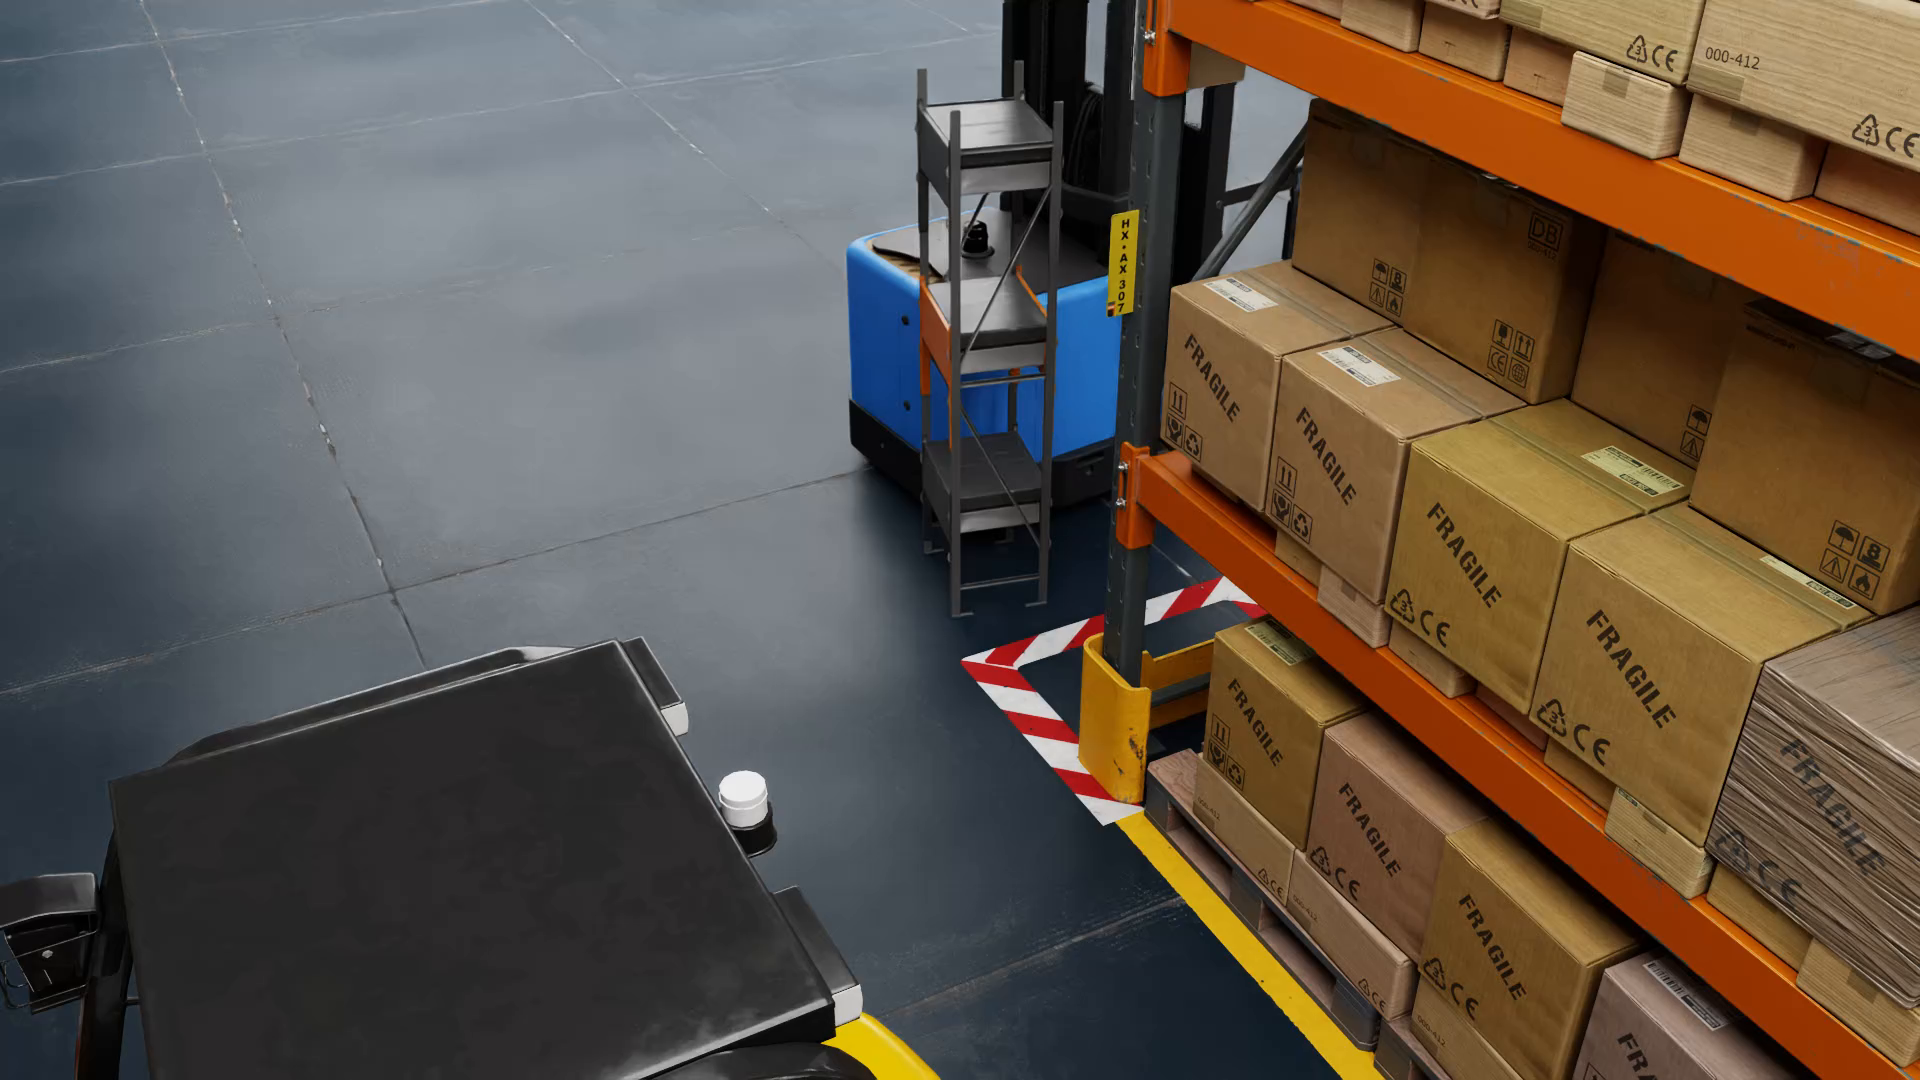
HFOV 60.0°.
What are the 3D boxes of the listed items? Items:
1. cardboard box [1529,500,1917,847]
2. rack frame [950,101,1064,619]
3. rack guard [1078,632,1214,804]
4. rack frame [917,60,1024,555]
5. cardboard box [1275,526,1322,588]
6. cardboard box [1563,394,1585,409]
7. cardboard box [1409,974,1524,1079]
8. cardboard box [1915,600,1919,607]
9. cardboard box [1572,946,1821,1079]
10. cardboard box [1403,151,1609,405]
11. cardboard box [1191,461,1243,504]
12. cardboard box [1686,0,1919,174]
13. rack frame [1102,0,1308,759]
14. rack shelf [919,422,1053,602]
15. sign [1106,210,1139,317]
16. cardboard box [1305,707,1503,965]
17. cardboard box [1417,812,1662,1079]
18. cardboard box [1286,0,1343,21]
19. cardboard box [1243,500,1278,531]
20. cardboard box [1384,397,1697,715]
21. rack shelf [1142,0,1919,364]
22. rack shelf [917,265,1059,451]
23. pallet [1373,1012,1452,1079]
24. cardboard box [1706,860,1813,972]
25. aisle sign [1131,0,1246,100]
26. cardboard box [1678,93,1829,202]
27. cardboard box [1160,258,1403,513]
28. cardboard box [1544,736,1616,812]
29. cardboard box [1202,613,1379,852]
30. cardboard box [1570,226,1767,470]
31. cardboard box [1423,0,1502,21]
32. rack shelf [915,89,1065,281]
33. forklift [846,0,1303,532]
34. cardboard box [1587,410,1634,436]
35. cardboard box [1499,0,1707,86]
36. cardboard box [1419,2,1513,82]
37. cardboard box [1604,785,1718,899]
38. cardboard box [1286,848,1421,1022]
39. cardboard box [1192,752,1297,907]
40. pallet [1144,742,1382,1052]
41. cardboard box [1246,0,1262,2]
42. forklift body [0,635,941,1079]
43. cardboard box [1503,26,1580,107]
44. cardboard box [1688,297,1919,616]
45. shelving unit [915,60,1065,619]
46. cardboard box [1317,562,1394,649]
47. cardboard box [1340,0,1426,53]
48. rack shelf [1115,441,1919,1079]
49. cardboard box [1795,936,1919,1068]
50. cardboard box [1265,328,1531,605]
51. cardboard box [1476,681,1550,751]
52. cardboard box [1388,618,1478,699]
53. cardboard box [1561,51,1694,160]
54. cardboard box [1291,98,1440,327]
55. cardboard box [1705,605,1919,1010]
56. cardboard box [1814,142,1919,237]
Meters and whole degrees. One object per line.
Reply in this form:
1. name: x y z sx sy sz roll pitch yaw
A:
1. cardboard box: 1.669 0.265 3.687 0.500 0.500 0.500 -17 36 -24
2. rack frame: 0.161 -0.593 6.230 0.400 2.100 0.015 -8 34 -12
3. rack guard: 1.002 0.496 6.012 1.175 0.500 0.348 -16 36 -23
4. rack frame: 0.039 -0.849 6.627 0.400 2.100 0.015 -8 34 -12
5. cardboard box: 1.124 -0.009 4.716 0.380 0.149 0.250 -17 36 -25
6. cardboard box: 1.693 -0.330 4.617 0.500 0.500 0.500 -16 36 -23
7. cardboard box: 1.595 1.345 4.529 0.500 0.250 0.500 -13 35 -20
8. cardboard box: 2.143 0.156 3.858 0.500 0.500 0.500 -15 36 -23
9. cardboard box: 1.841 1.281 3.935 0.500 0.500 0.500 -14 35 -21
10. cardboard box: 1.627 -0.749 4.343 0.700 0.500 0.500 -16 36 -23
11. cardboard box: 0.942 -0.273 5.128 0.380 0.149 0.250 -16 36 -23
12. cardboard box: 1.676 -0.879 2.923 0.500 0.250 0.500 -15 36 -22
13. rack frame: 0.967 -0.593 5.395 1.000 3.000 0.127 -16 36 -23
14. rack shelf: 0.100 -0.120 6.814 0.431 0.518 0.480 -8 34 -12
15. sign: 0.487 -0.821 4.948 0.100 0.325 0.005 -16 36 -23
16. cardboard box: 1.357 0.786 4.706 0.500 0.500 0.500 -17 36 -25
17. cardboard box: 1.584 1.028 4.329 0.500 0.500 0.500 -15 36 -22
18. cardboard box: 1.036 -1.407 4.118 0.380 0.149 0.250 -17 36 -25
19. cardboard box: 1.072 -0.156 4.946 0.380 0.149 0.250 -15 36 -22
20. cardboard box: 1.425 0.025 4.062 0.500 0.500 0.500 -17 36 -24
21. rack shelf: 1.899 -0.599 3.290 1.077 0.370 4.000 -16 36 -23
22. rack shelf: 0.100 -0.709 6.436 0.431 0.518 0.480 -8 34 -12
23. pallet: 1.914 1.596 4.564 1.003 0.211 1.213 -16 36 -23
24. cardboard box: 1.843 0.731 3.561 0.380 0.149 0.250 -17 36 -24
25. aisle sign: 0.663 -1.639 4.618 0.394 0.787 0.004 -16 36 -23
26. cardboard box: 1.599 -0.779 3.137 0.380 0.149 0.250 -17 36 -24
27. cardboard box: 0.942 -0.464 4.826 0.500 0.500 0.500 -16 36 -24
28. cardboard box: 1.625 0.483 3.948 0.380 0.149 0.250 -17 36 -24
29. cardboard box: 1.110 0.538 5.094 0.500 0.500 0.500 -17 36 -25
30. cardboard box: 1.956 -0.531 4.004 0.700 0.500 0.500 -16 36 -24
31. cardboard box: 1.192 -1.368 3.688 0.500 0.250 0.500 -16 36 -24
32. rack shelf: 0.100 -1.299 6.058 0.431 0.518 0.480 -8 34 -12
33. forklift: 0.995 -1.872 7.456 3.031 2.935 1.130 -20 38 -28
34. cardboard box: 1.923 -0.091 4.243 0.500 0.500 0.500 -16 36 -23
35. cardboard box: 1.454 -1.128 3.312 0.500 0.250 0.500 -15 35 -22
36. cardboard box: 1.266 -1.160 3.733 0.380 0.149 0.250 -16 36 -23
37. cardboard box: 1.691 0.618 3.738 0.380 0.149 0.250 -16 36 -23
38. cardboard box: 1.329 1.088 4.931 0.500 0.250 0.500 -15 35 -21
39. cardboard box: 1.098 0.843 5.314 0.500 0.250 0.500 -16 36 -23
40. pallet: 1.350 1.014 5.471 1.003 0.211 1.213 -16 36 -23
41. cardboard box: 0.834 -1.510 4.279 0.380 0.149 0.250 -16 36 -23
42. forklift body: -0.925 1.461 2.976 2.313 2.155 1.214 -16 36 -23
43. cardboard box: 1.393 -1.035 3.537 0.380 0.149 0.250 -17 36 -25
44. cardboard box: 2.066 -0.258 3.577 0.700 0.500 0.500 -16 36 -23
45. shelving unit: 0.100 -0.721 6.429 0.431 2.100 0.503 -8 34 -12
46. cardboard box: 1.202 0.124 4.509 0.380 0.149 0.250 -15 36 -22
47. cardboard box: 1.129 -1.272 3.908 0.380 0.149 0.250 -15 36 -22
48. rack shelf: 1.899 0.665 4.099 1.077 0.370 4.000 -16 36 -23
49. cardboard box: 1.935 0.861 3.358 0.380 0.149 0.250 -16 36 -24
50. cardboard box: 1.186 -0.218 4.441 0.500 0.500 0.500 -15 35 -22
51. cardboard box: 1.528 0.350 4.156 0.380 0.149 0.250 -15 35 -22
52. cardboard box: 1.352 0.239 4.330 0.380 0.149 0.250 -15 36 -22
53. cardboard box: 1.440 -0.894 3.318 0.380 0.149 0.250 -15 36 -23
54. cardboard box: 1.398 -0.992 4.723 0.700 0.500 0.500 -17 36 -24
55. cardboard box: 1.912 0.509 3.307 0.500 0.500 0.500 -15 36 -22
56. cardboard box: 1.778 -0.677 2.978 0.380 0.149 0.250 -16 36 -24
